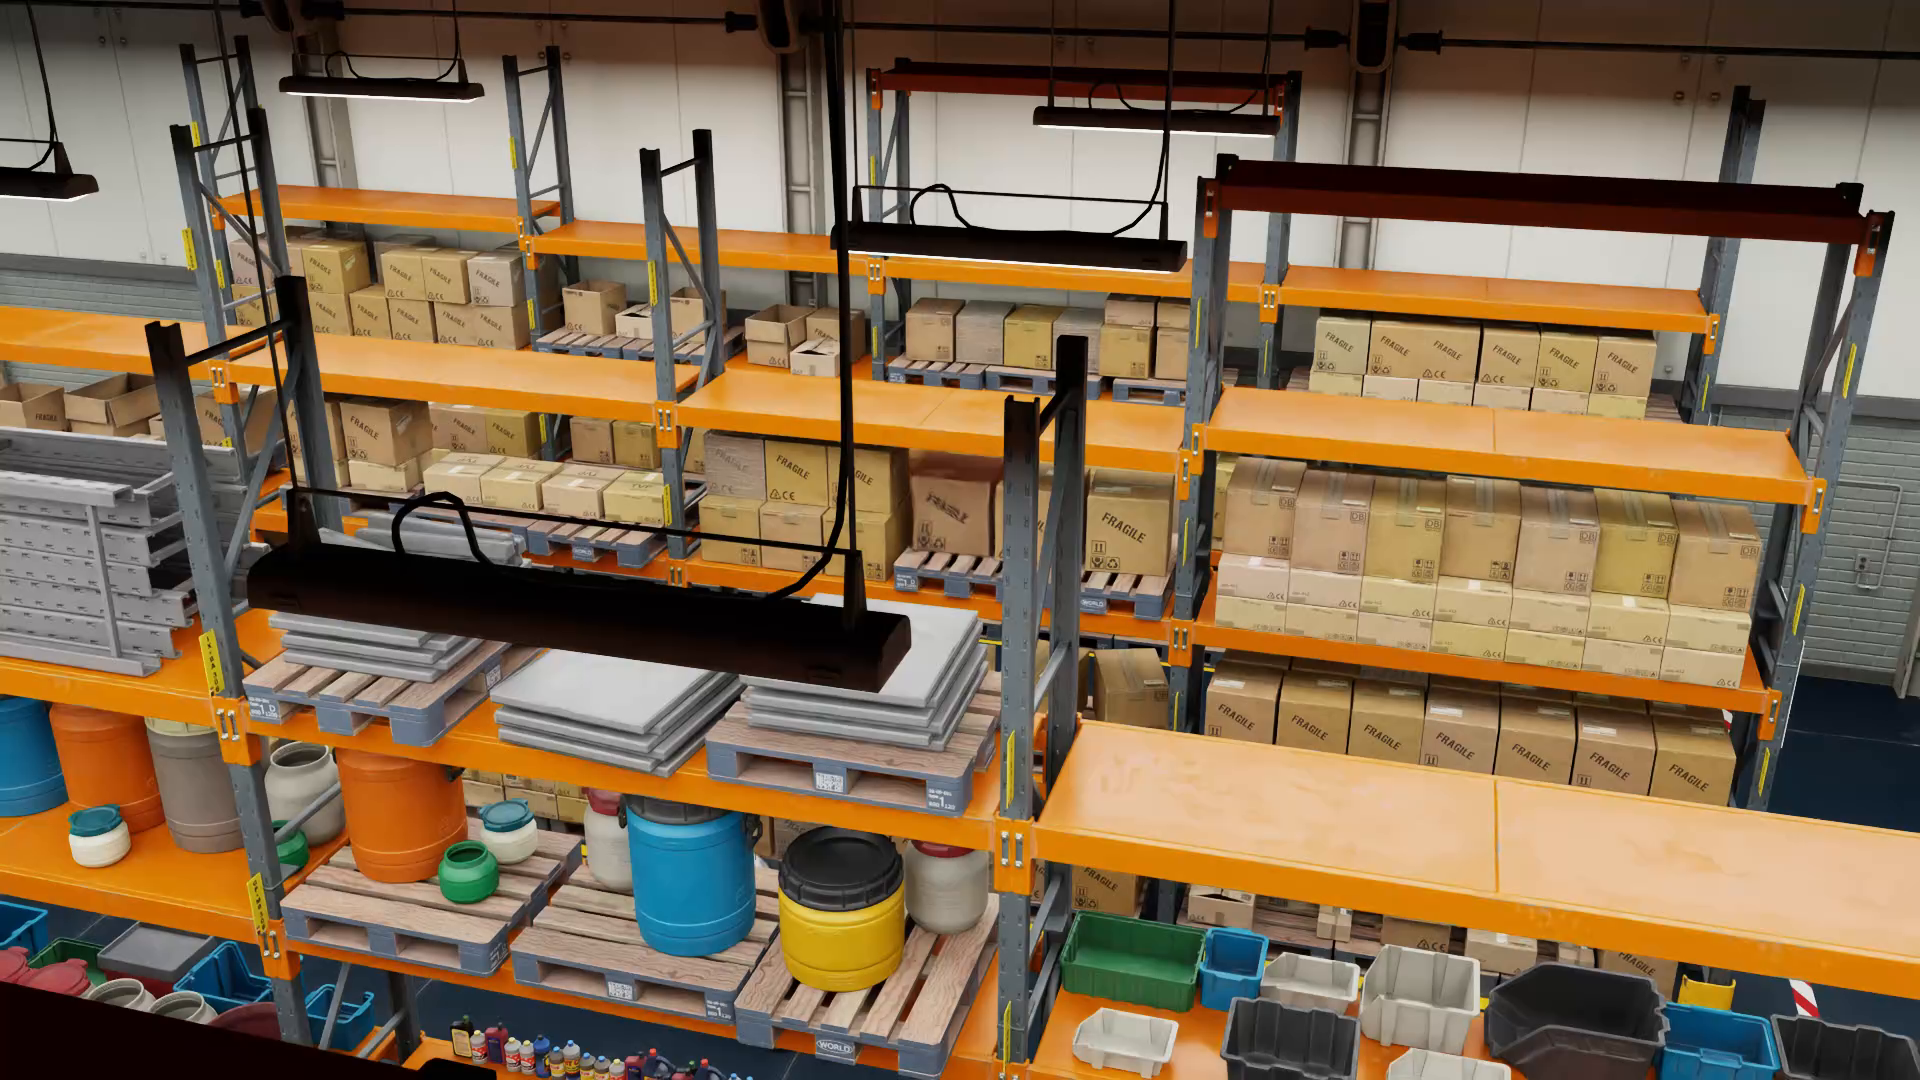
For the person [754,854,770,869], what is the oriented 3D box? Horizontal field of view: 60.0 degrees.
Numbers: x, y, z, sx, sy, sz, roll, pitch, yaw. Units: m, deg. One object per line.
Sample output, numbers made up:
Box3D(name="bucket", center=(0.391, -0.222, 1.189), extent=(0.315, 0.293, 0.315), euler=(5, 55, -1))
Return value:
Box3D(name="person", center=(-1.527, 2.794, 11.850), extent=(0.782, 1.698, 0.592), euler=(10, 24, 22))
